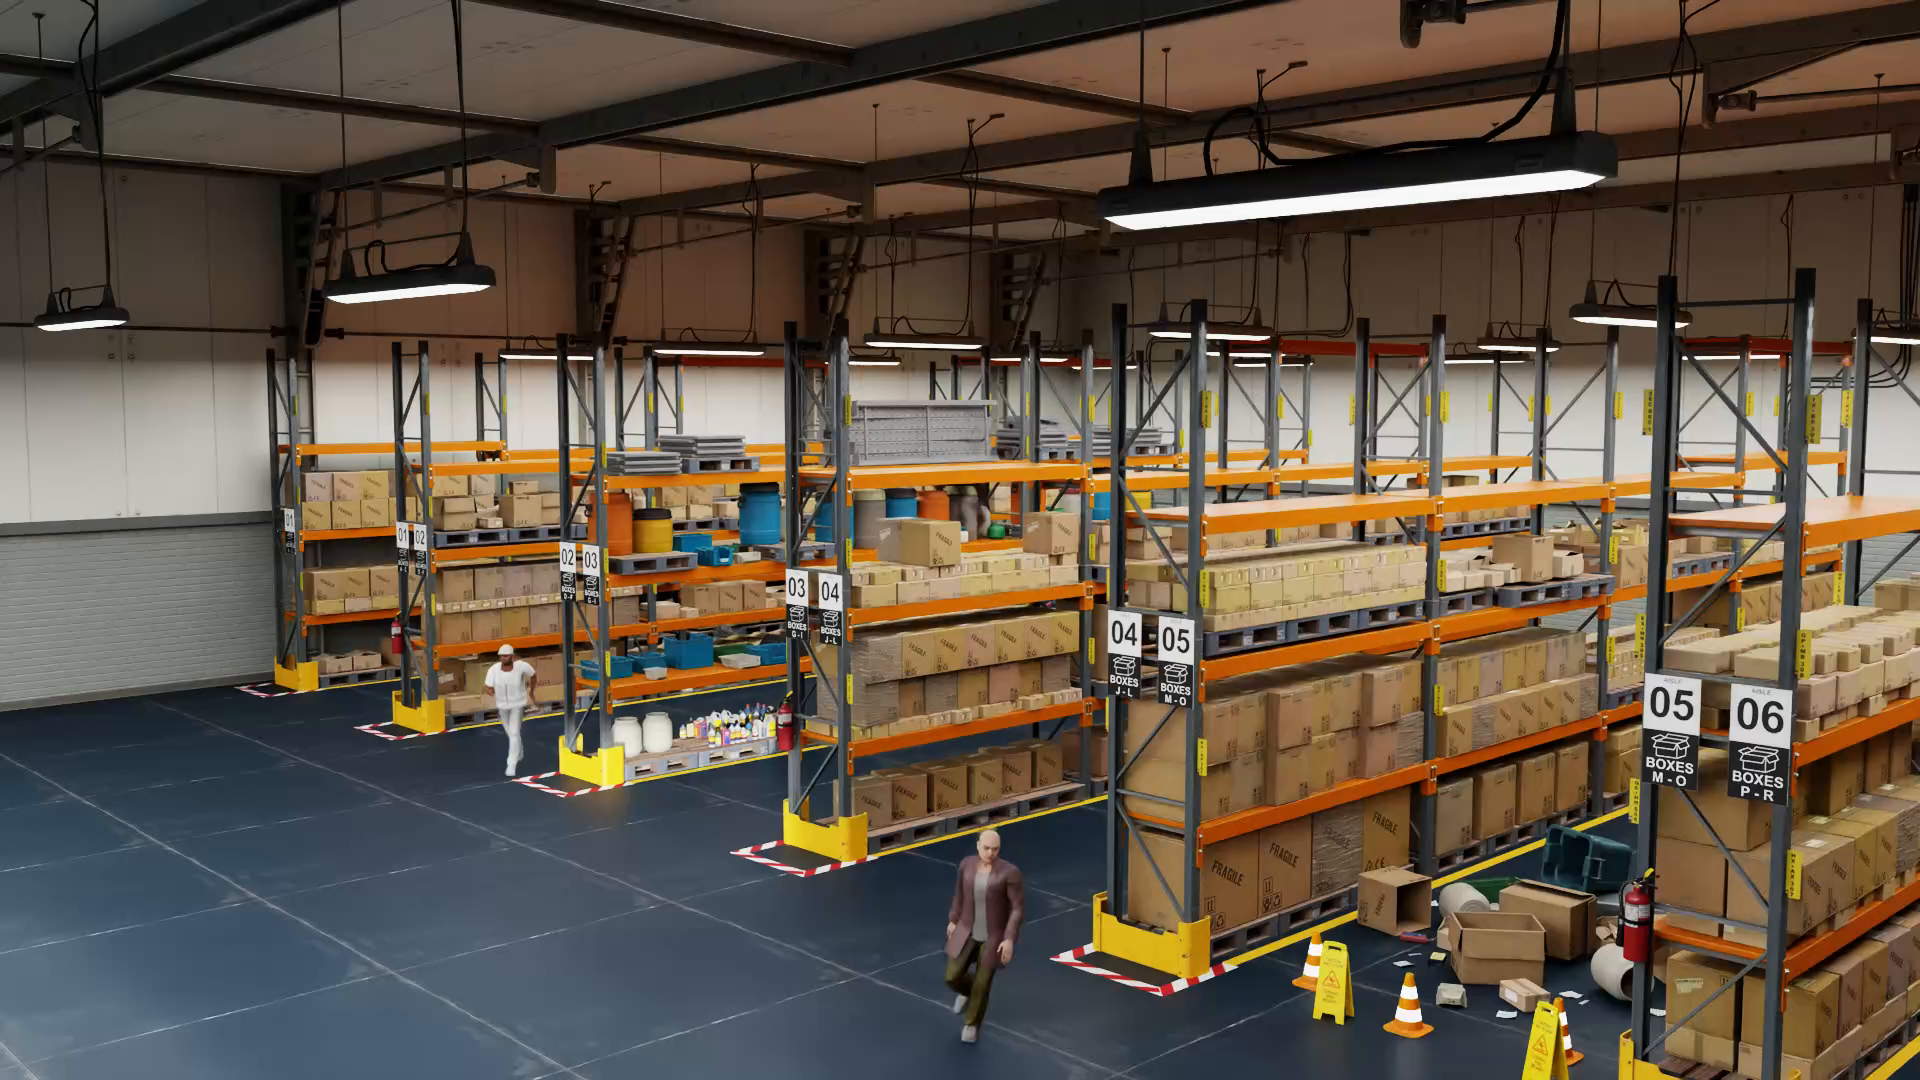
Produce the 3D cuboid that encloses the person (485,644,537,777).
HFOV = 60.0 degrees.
[{"bbox_3d":[-6.190,2.295,22.955,0.637,1.766,0.958,1,5,7],"label":"person"}]

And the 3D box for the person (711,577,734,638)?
[{"bbox_3d":[-4.809,1.442,33.439,0.695,1.676,0.777,2,5,25],"label":"person"}]

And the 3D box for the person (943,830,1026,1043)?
[{"bbox_3d":[0.203,3.158,13.326,0.717,1.694,0.651,1,5,16],"label":"person"}]
